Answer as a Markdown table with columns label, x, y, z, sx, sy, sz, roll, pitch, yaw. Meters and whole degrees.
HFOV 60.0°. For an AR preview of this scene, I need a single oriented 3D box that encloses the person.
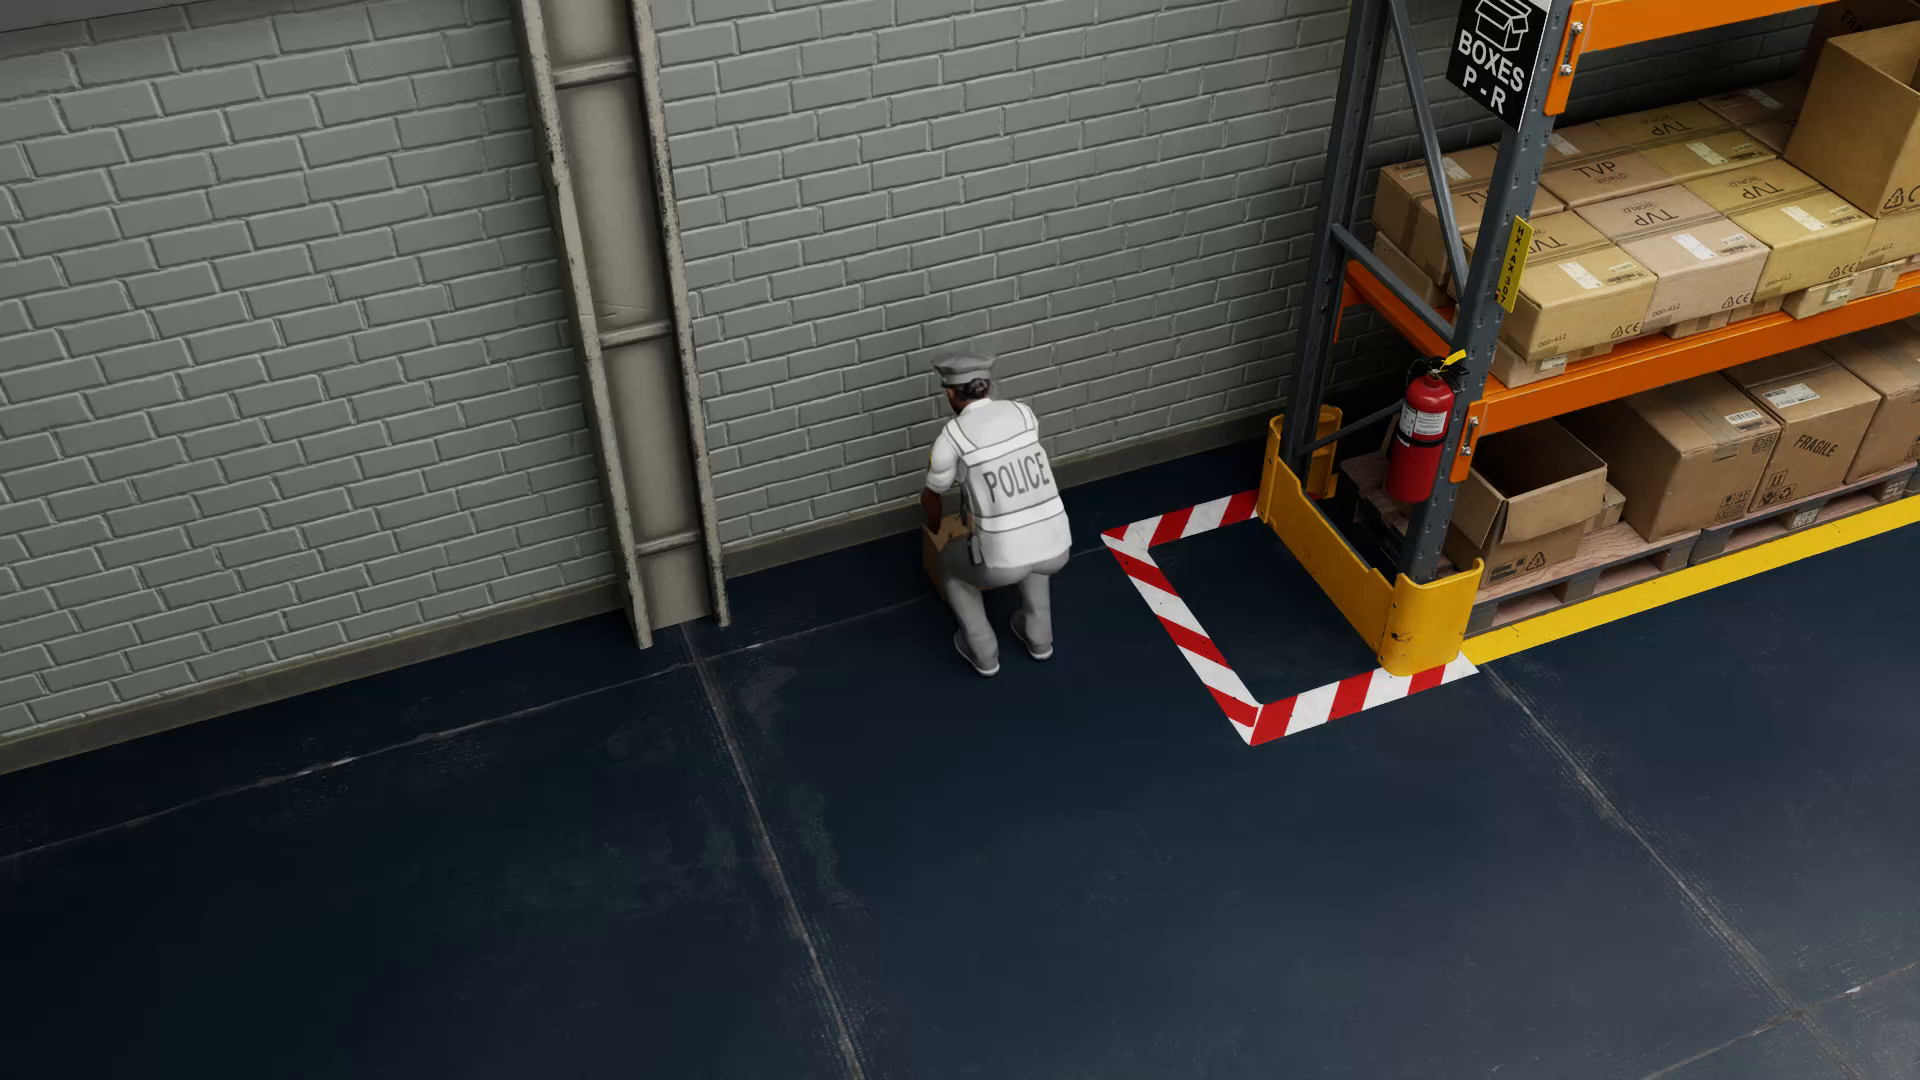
| label | x | y | z | sx | sy | sz | roll | pitch | yaw |
| --- | --- | --- | --- | --- | --- | --- | --- | --- | --- |
| person | 0.116 | -0.077 | 6.521 | 0.499 | 1.303 | 0.756 | -15 | 44 | -16 |
